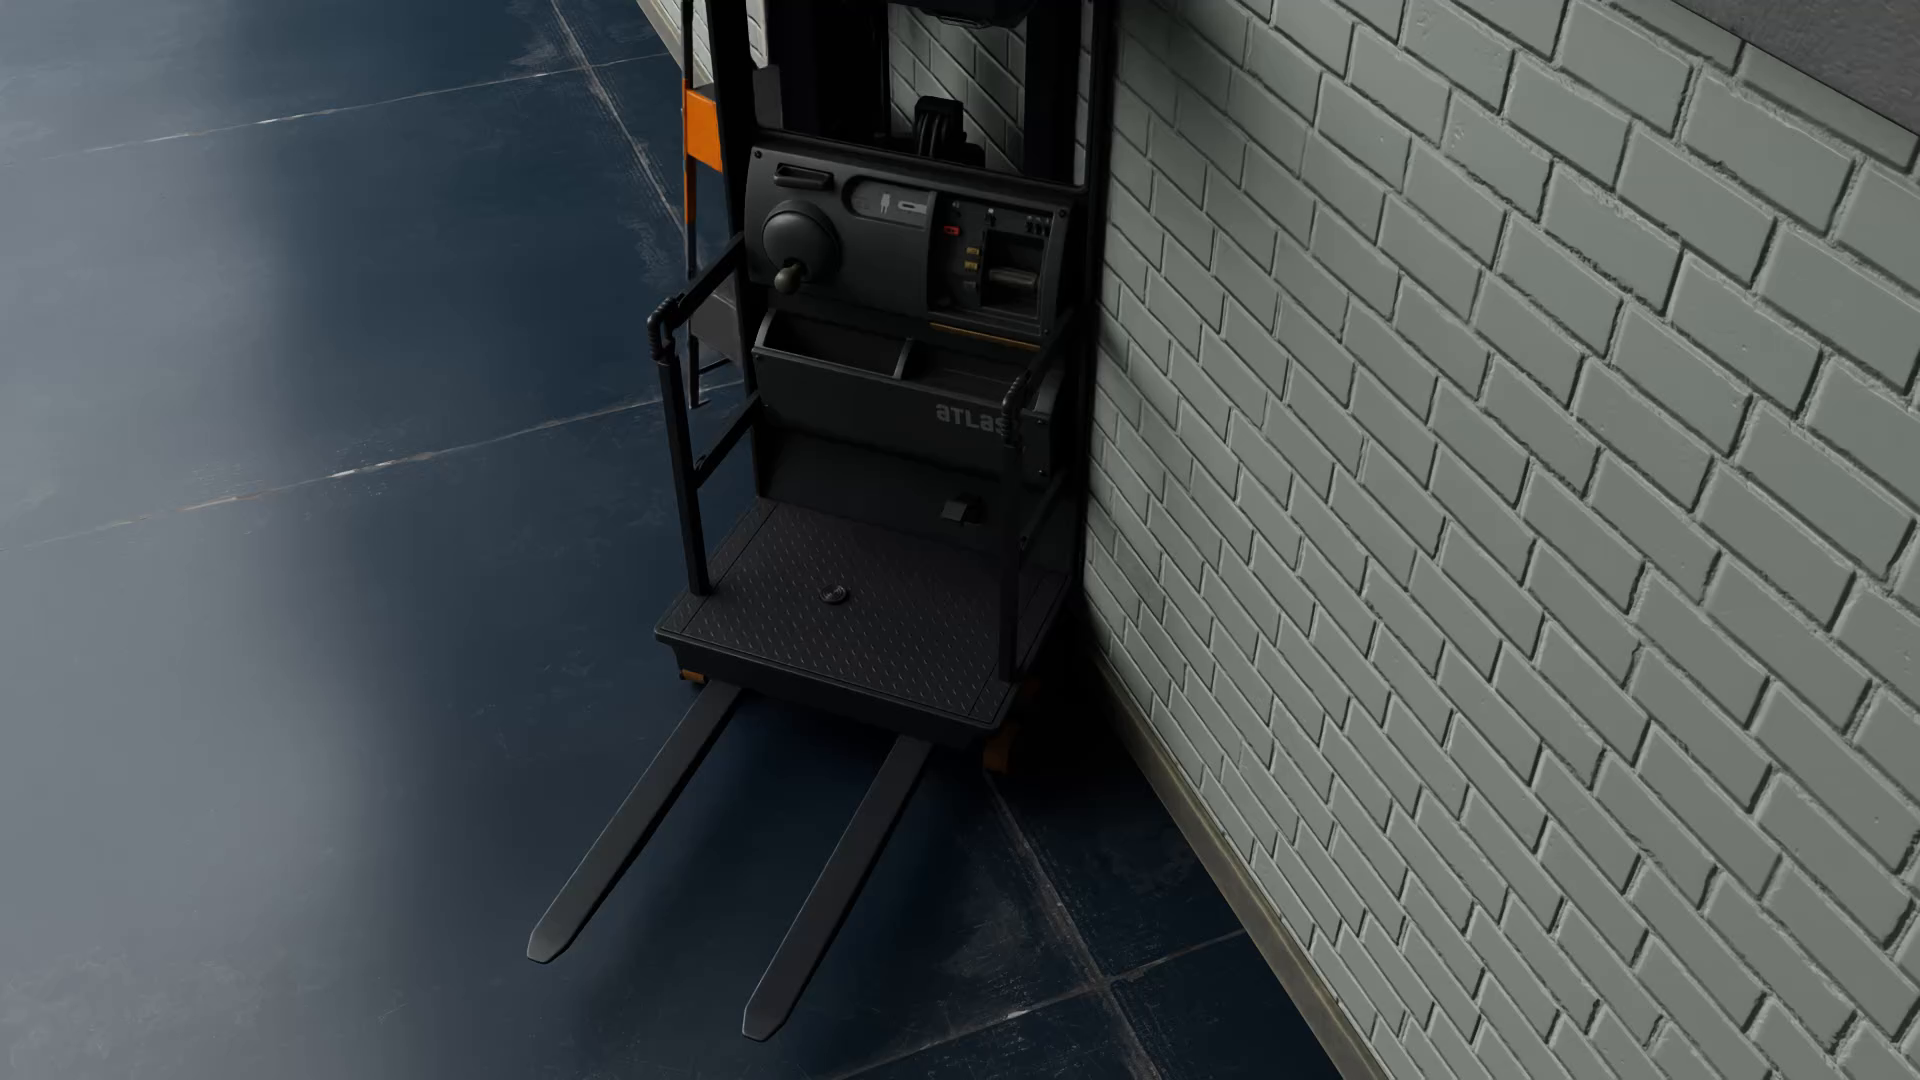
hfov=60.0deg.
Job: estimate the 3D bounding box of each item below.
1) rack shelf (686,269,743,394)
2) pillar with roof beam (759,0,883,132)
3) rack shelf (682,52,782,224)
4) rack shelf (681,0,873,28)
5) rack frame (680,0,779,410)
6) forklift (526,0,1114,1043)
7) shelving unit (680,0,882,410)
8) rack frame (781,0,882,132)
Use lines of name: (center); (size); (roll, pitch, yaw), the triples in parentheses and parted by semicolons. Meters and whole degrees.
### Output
rack shelf: (-0.663, -0.709, 5.970); (0.480, 0.518, 0.431); (34, 46, 31)
pillar with roof beam: (-4.456, -3.056, 2.402); (9.100, 9.000, 0.400); (-15, 43, -17)
rack shelf: (-0.604, -1.255, 5.535); (0.480, 0.518, 0.431); (34, 46, 31)
rack shelf: (-0.544, -1.800, 5.100); (0.480, 0.518, 0.431); (34, 46, 31)
rack frame: (-0.777, -1.383, 5.651); (0.015, 2.100, 0.400); (34, 46, 31)
forklift: (-0.229, -0.731, 4.352); (1.130, 2.935, 3.031); (14, 43, 16)
shelving unit: (-0.602, -1.265, 5.527); (0.503, 2.100, 0.431); (34, 46, 31)
rack frame: (-0.428, -1.147, 5.403); (0.015, 2.100, 0.400); (34, 46, 31)
